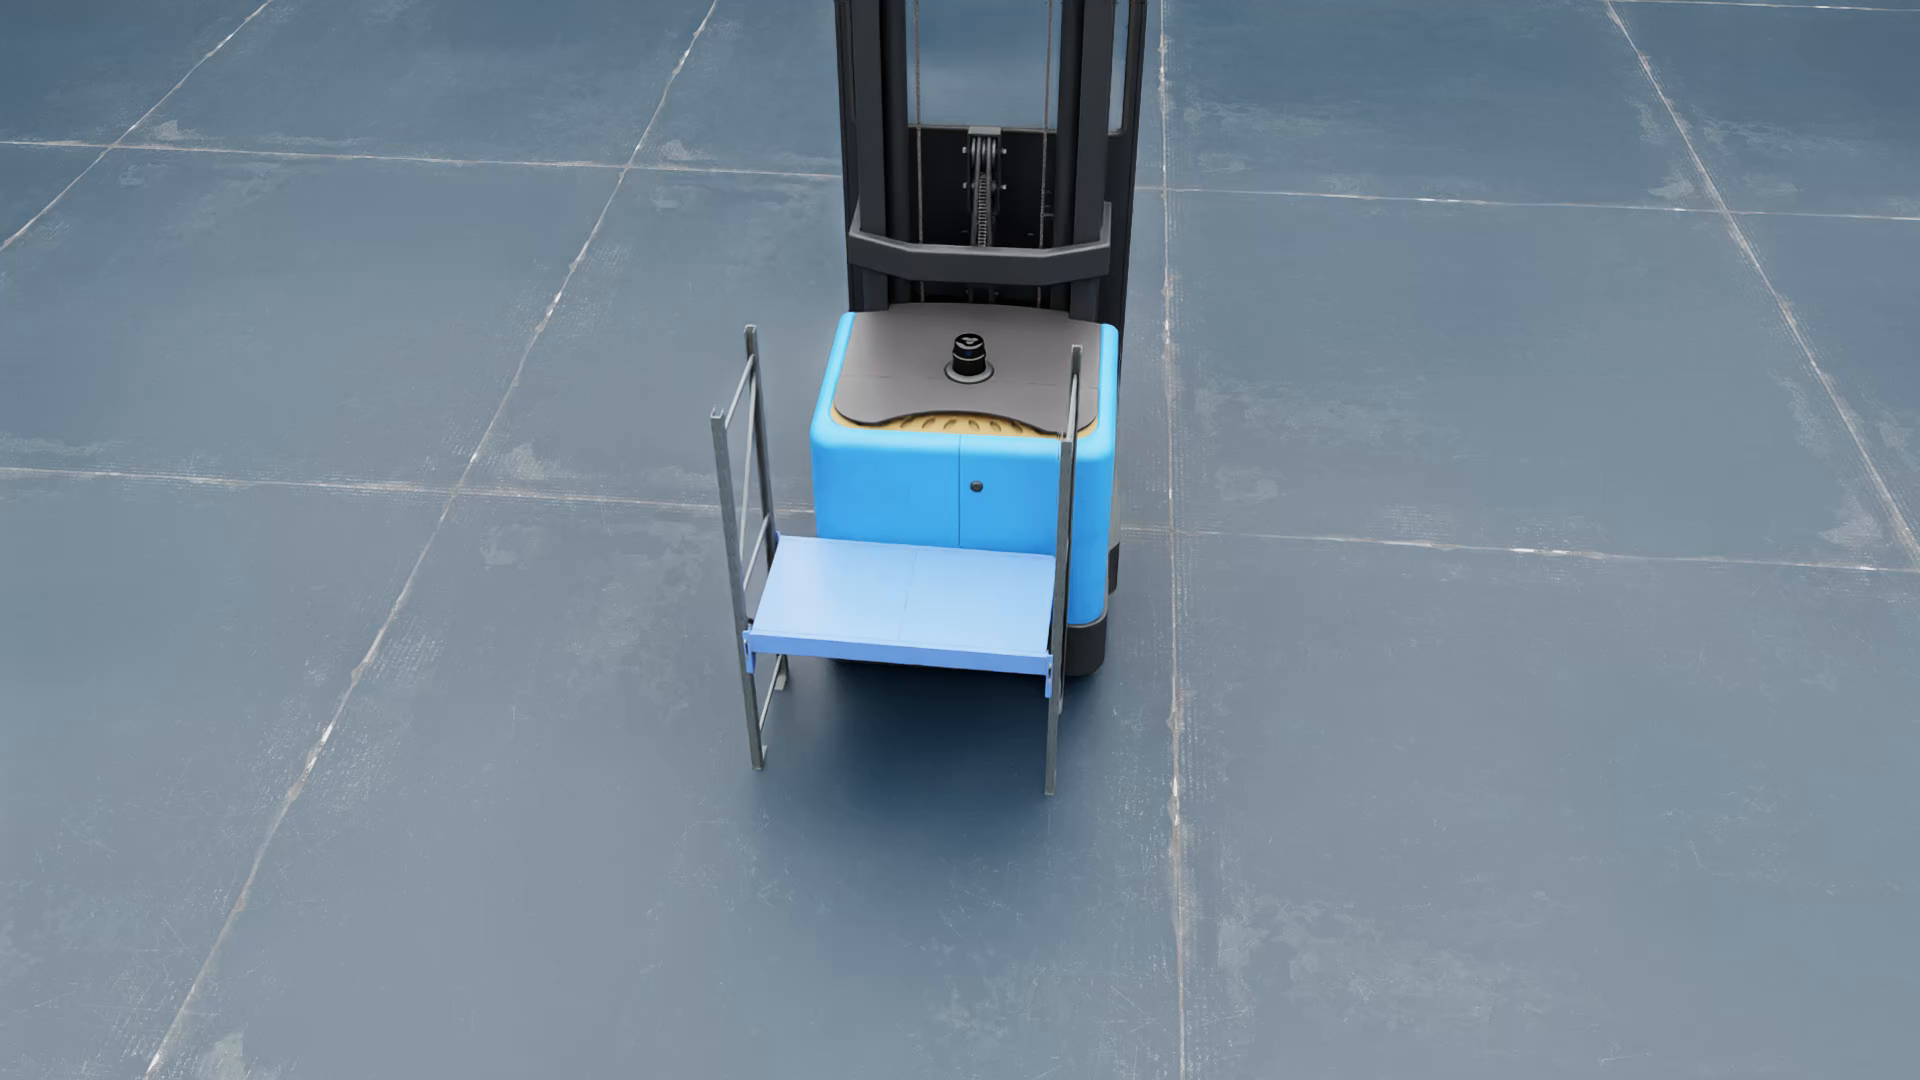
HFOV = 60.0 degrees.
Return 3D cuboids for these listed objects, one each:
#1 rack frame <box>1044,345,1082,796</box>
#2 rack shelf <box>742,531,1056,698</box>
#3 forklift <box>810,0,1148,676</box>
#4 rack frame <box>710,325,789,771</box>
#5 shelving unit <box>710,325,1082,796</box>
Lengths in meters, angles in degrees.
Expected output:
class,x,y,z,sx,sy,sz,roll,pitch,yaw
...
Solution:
class,x,y,z,sx,sy,sz,roll,pitch,yaw
rack frame,0.332,0.138,5.388,0.032,1.500,0.500,4,40,5
rack shelf,-0.173,0.239,5.548,1.000,0.185,0.538,4,40,5
forklift,0.129,-1.563,6.348,1.130,2.935,3.031,3,39,4
rack frame,-0.678,0.064,5.479,0.032,1.500,0.500,4,40,5
shelving unit,-0.173,0.101,5.433,1.048,1.500,0.538,4,40,5
